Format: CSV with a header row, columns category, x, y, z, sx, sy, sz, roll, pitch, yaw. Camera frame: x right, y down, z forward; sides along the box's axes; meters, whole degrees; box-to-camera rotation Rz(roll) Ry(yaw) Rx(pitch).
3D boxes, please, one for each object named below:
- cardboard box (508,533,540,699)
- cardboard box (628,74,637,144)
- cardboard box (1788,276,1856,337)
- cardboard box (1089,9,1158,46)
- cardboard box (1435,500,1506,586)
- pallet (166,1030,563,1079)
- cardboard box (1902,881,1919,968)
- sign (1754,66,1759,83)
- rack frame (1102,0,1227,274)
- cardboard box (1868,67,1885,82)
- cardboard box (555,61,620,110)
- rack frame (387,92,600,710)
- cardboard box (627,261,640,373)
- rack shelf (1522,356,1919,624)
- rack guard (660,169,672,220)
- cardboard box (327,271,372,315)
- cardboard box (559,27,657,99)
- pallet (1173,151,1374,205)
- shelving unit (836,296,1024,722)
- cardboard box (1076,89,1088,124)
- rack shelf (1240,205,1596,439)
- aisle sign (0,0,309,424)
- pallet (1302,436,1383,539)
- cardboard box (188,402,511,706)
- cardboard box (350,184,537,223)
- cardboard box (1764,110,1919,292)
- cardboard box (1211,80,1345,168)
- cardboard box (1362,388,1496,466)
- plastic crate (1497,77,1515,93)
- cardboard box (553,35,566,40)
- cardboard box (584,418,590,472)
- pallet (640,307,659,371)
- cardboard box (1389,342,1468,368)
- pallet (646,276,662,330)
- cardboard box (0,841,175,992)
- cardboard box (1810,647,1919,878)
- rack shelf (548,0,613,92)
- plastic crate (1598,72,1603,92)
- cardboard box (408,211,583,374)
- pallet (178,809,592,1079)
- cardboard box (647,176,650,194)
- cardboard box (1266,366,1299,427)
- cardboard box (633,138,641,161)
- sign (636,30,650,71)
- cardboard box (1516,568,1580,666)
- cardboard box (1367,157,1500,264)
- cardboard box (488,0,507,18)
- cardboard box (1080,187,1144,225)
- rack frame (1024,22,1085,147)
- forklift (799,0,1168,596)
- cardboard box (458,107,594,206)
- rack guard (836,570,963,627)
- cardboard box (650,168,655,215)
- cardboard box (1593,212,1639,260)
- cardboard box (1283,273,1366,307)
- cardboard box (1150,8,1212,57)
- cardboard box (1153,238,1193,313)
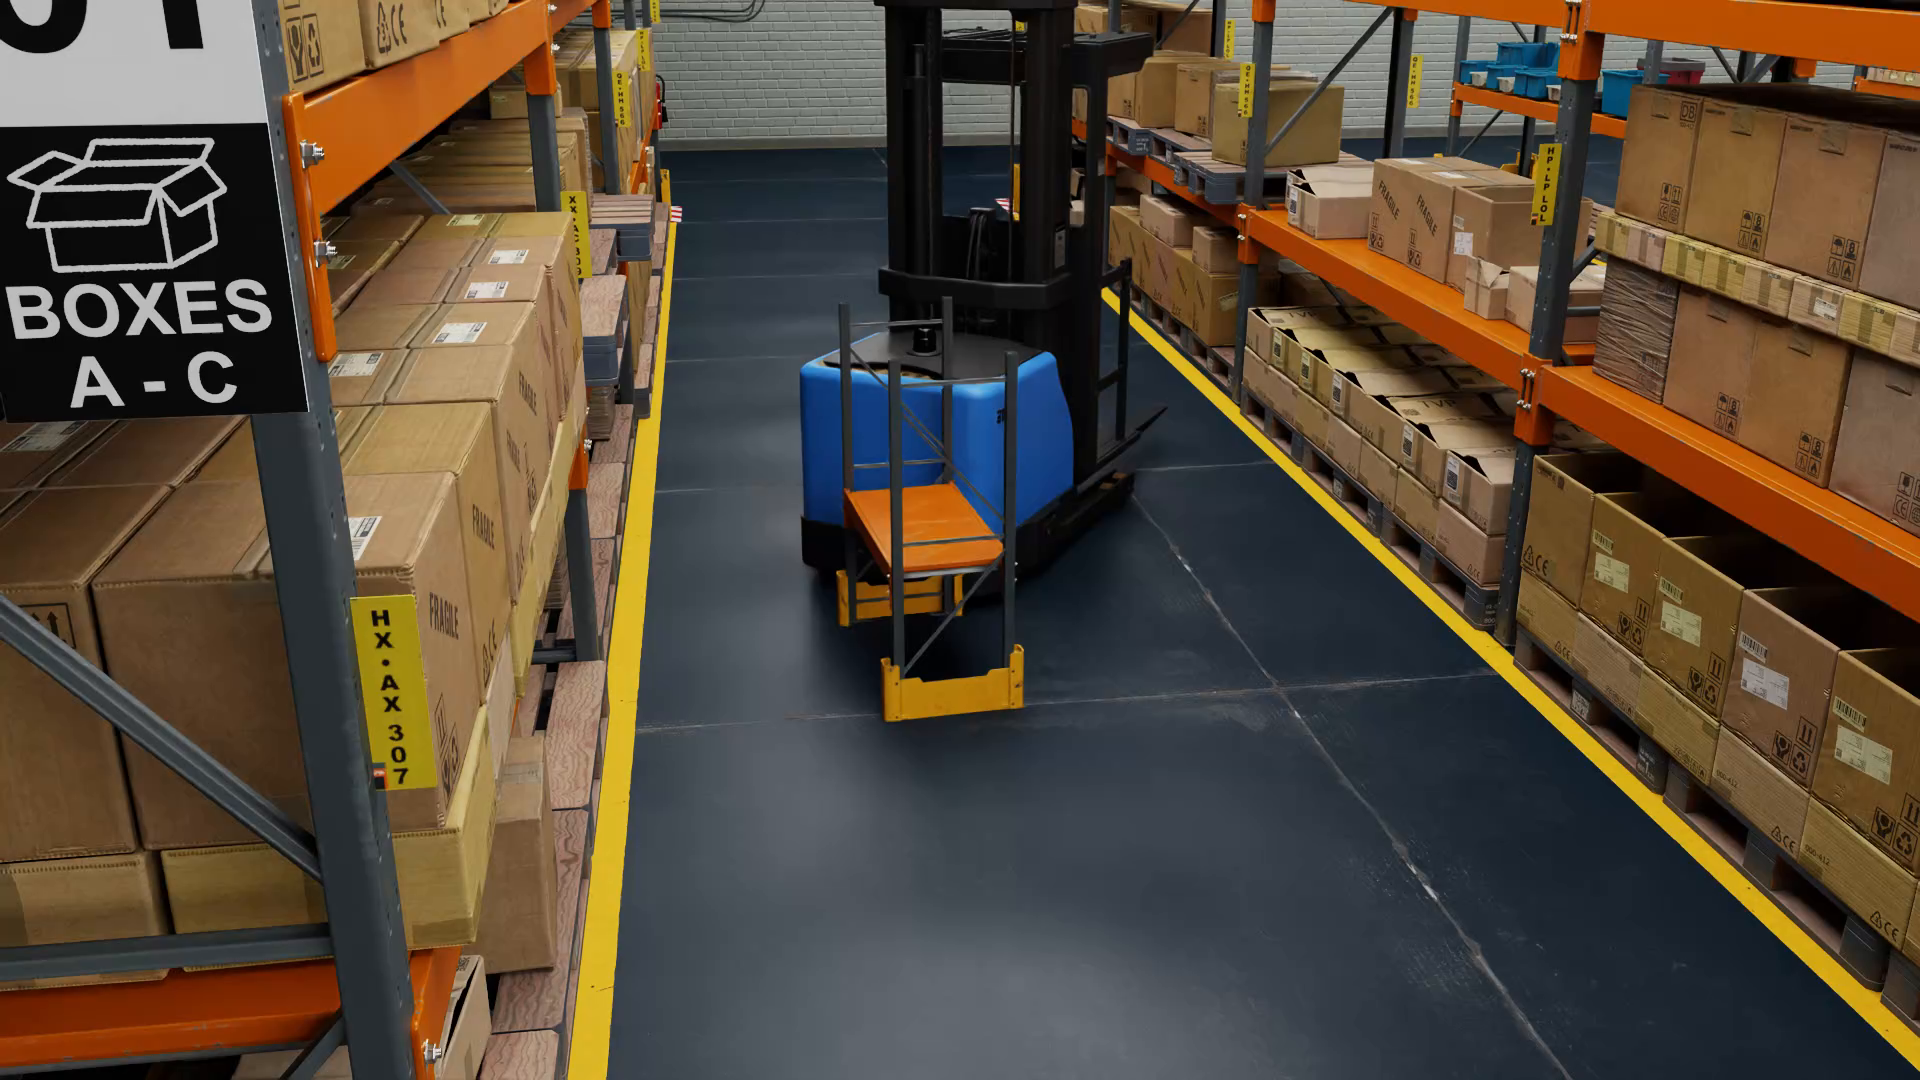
category,x,y,z,sx,sy,sz,roll,pitch,yaw
cardboard box,-1.322,0.191,4.104,0.500,0.250,0.500,-3,21,-9
cardboard box,-2.676,-3.182,12.352,0.500,0.500,0.500,-3,21,-8
cardboard box,2.953,-0.767,5.413,0.380,0.149,0.250,-4,21,-9
cardboard box,1.433,-4.412,14.671,0.500,0.500,0.500,-3,21,-7
cardboard box,2.569,-0.003,7.767,0.500,0.250,0.500,-3,21,-8
pallet,-1.502,1.668,3.950,1.003,0.211,1.213,-3,21,-8
cardboard box,3.039,1.168,4.632,0.500,0.250,0.500,-3,21,-8
sign,7.209,-4.141,15.119,0.100,0.325,0.005,-3,21,-8
rack frame,1.762,-3.735,14.430,1.000,3.000,0.127,-3,21,-8
cardboard box,10.714,-5.361,19.142,0.380,0.149,0.250,-3,21,-7
cardboard box,-2.377,-2.826,10.328,0.500,0.250,0.500,-2,21,-6
rack frame,-1.986,-0.714,6.341,1.000,3.000,0.127,-3,21,-8
cardboard box,-2.538,-1.550,11.051,0.750,0.750,0.750,-3,21,-8
rack shelf,3.204,0.064,5.286,1.077,0.370,4.000,-3,21,-8
rack guard,-3.719,-3.706,17.925,1.175,0.500,0.348,-3,21,-8
cardboard box,-1.987,-0.479,4.826,0.500,0.500,0.500,-2,21,-6
cardboard box,-3.632,-4.833,16.942,0.980,0.700,0.700,-2,21,-5
pallet,2.172,-2.492,11.374,1.213,0.211,1.003,-3,21,-8
shelving unit,-0.154,-0.170,7.028,0.587,1.500,1.083,-5,21,-13
cardboard box,1.361,-4.121,15.319,0.500,0.500,0.500,-2,21,-6
rack shelf,2.627,-1.321,8.994,1.077,0.370,4.000,-3,21,-8
aisle sign,-1.102,-0.537,2.152,0.394,0.787,0.004,-3,21,-8
pallet,2.592,-0.336,9.313,1.003,0.211,1.213,-3,21,-8
cardboard box,-1.242,0.028,3.468,0.500,0.500,0.500,-3,21,-8
cardboard box,-2.025,-1.145,6.723,0.700,0.500,0.500,-3,21,-8
cardboard box,3.132,-1.118,5.426,0.700,0.500,0.500,-3,21,-8
cardboard box,2.137,-2.806,11.199,0.700,0.500,0.500,-10,23,-26
cardboard box,2.423,-0.615,8.604,0.500,0.311,0.500,-3,21,-8
plastic crate,5.860,-4.821,17.628,0.250,0.136,0.298,-3,21,-8
cardboard box,-3.248,-3.678,12.608,0.500,0.250,0.500,-3,21,-7
cardboard box,-2.348,-0.533,8.799,0.700,0.500,0.500,-3,21,-8
pallet,-2.774,-1.491,12.407,1.003,0.211,1.213,-3,21,-8
cardboard box,2.810,-0.998,9.630,0.500,0.311,0.500,-3,21,-8
pallet,-2.953,-1.914,13.540,1.003,0.211,1.213,-3,21,-8
cardboard box,-1.668,0.580,3.063,0.500,0.250,0.500,-3,21,-7
cardboard box,2.962,0.643,4.964,0.500,0.500,0.500,-3,21,-8
rack shelf,-2.274,-2.475,7.796,1.077,0.370,4.000,-3,21,-8
plastic crate,6.627,-4.494,16.546,0.437,0.282,0.530,-3,21,-8
cardboard box,-1.612,-0.857,5.836,0.500,0.500,0.500,-3,21,-8
pallet,-1.675,1.246,5.078,1.003,0.211,1.213,-3,21,-8
cardboard box,-3.014,-3.206,15.057,0.380,0.149,0.250,-2,21,-6
cardboard box,2.197,-0.889,10.138,0.500,0.250,0.500,-3,21,-9
cardboard box,-2.661,-3.006,12.809,0.380,0.149,0.250,-3,21,-8
sign,-2.603,-4.020,13.651,0.100,0.325,0.005,-3,21,-8
cardboard box,2.683,0.302,6.951,0.500,0.250,0.500,-3,21,-8
cardboard box,2.597,-1.817,9.151,0.500,0.500,0.500,-4,21,-11
cardboard box,-1.491,-1.648,4.382,0.500,0.500,0.500,-4,21,-10
cardboard box,1.400,-2.953,15.280,0.500,0.500,0.500,-3,21,-8
rack frame,1.186,-5.120,18.138,1.000,3.000,0.127,-3,21,-8
forklift,0.324,-1.584,8.767,1.130,2.935,3.031,10,23,24
cardboard box,-2.485,-2.190,9.521,0.700,0.500,0.500,-5,21,-14
rack guard,-0.278,0.247,7.698,0.587,0.250,0.087,-5,21,-13
cardboard box,-3.443,-3.484,16.730,0.700,0.500,0.500,-3,21,-8
cardboard box,2.763,-1.213,6.608,0.380,0.149,0.250,-3,21,-8
cardboard box,2.556,-1.557,11.543,0.500,0.500,0.500,-2,21,-5
cardboard box,1.973,-4.428,14.712,0.500,0.500,0.500,-2,21,-6
cardboard box,1.816,-2.058,12.883,0.500,0.500,0.500,-4,21,-10
